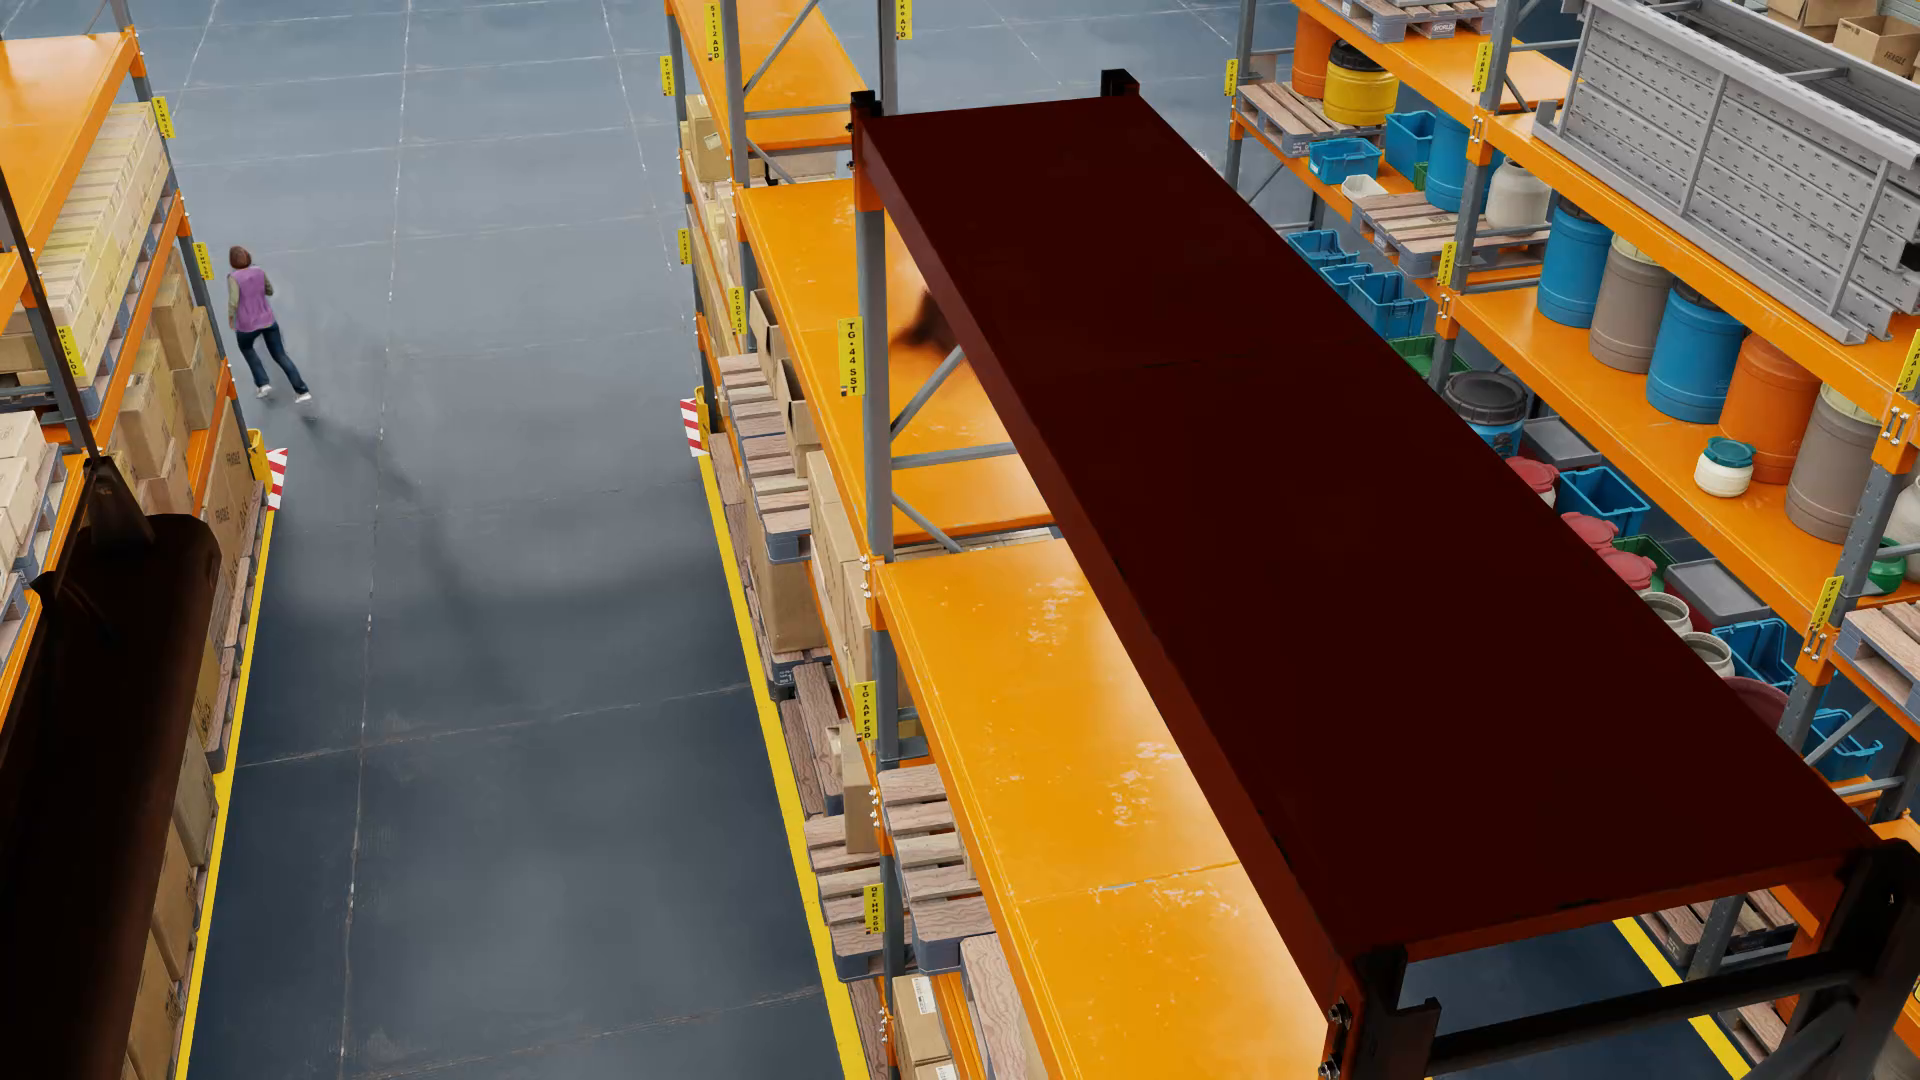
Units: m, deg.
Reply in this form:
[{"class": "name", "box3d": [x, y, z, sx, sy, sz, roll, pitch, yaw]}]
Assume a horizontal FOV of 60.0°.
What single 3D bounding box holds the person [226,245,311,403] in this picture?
[{"class": "person", "box3d": [-6.553, -1.962, 15.549, 0.841, 1.634, 0.547, 29, 44, 35]}]
